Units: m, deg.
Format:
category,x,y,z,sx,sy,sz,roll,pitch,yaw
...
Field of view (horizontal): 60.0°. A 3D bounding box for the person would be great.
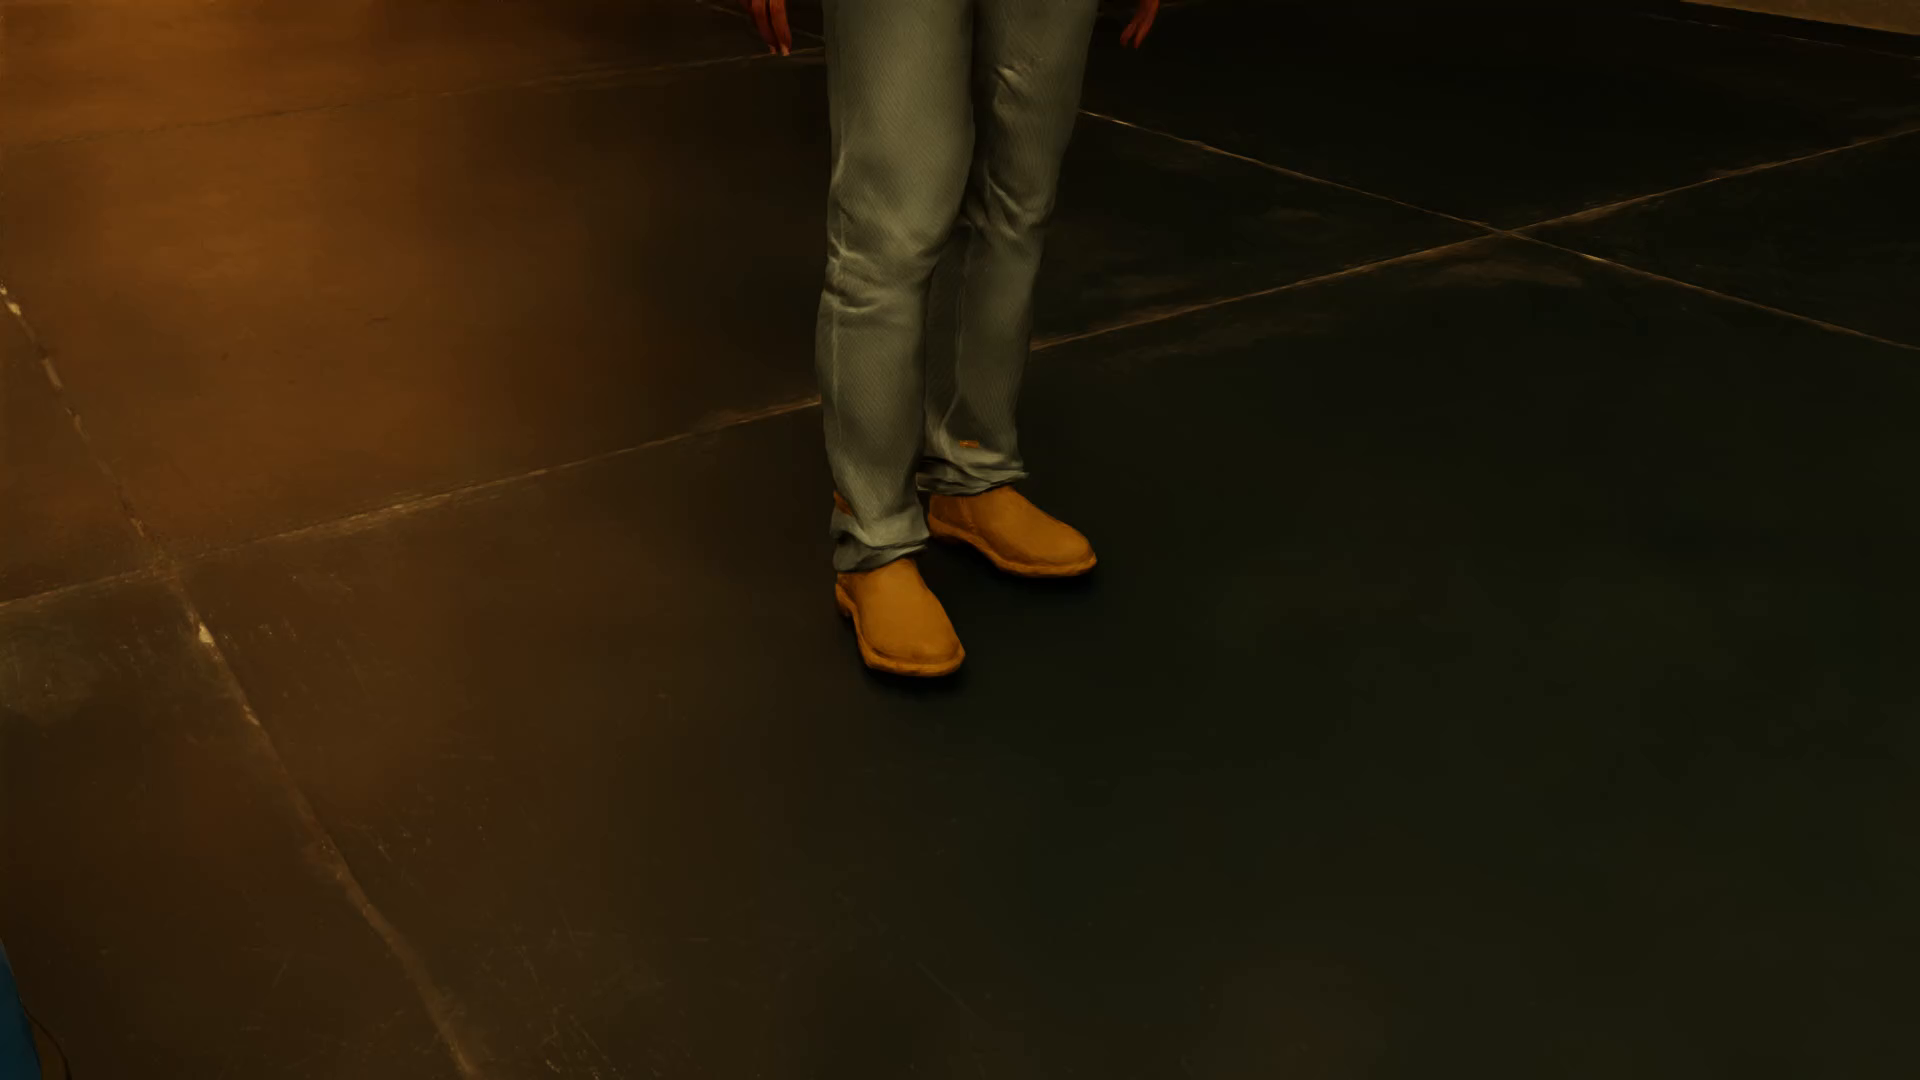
category,x,y,z,sx,sy,sz,roll,pitch,yaw
person,0.035,-0.769,2.047,0.665,1.766,0.576,-17,31,-31
